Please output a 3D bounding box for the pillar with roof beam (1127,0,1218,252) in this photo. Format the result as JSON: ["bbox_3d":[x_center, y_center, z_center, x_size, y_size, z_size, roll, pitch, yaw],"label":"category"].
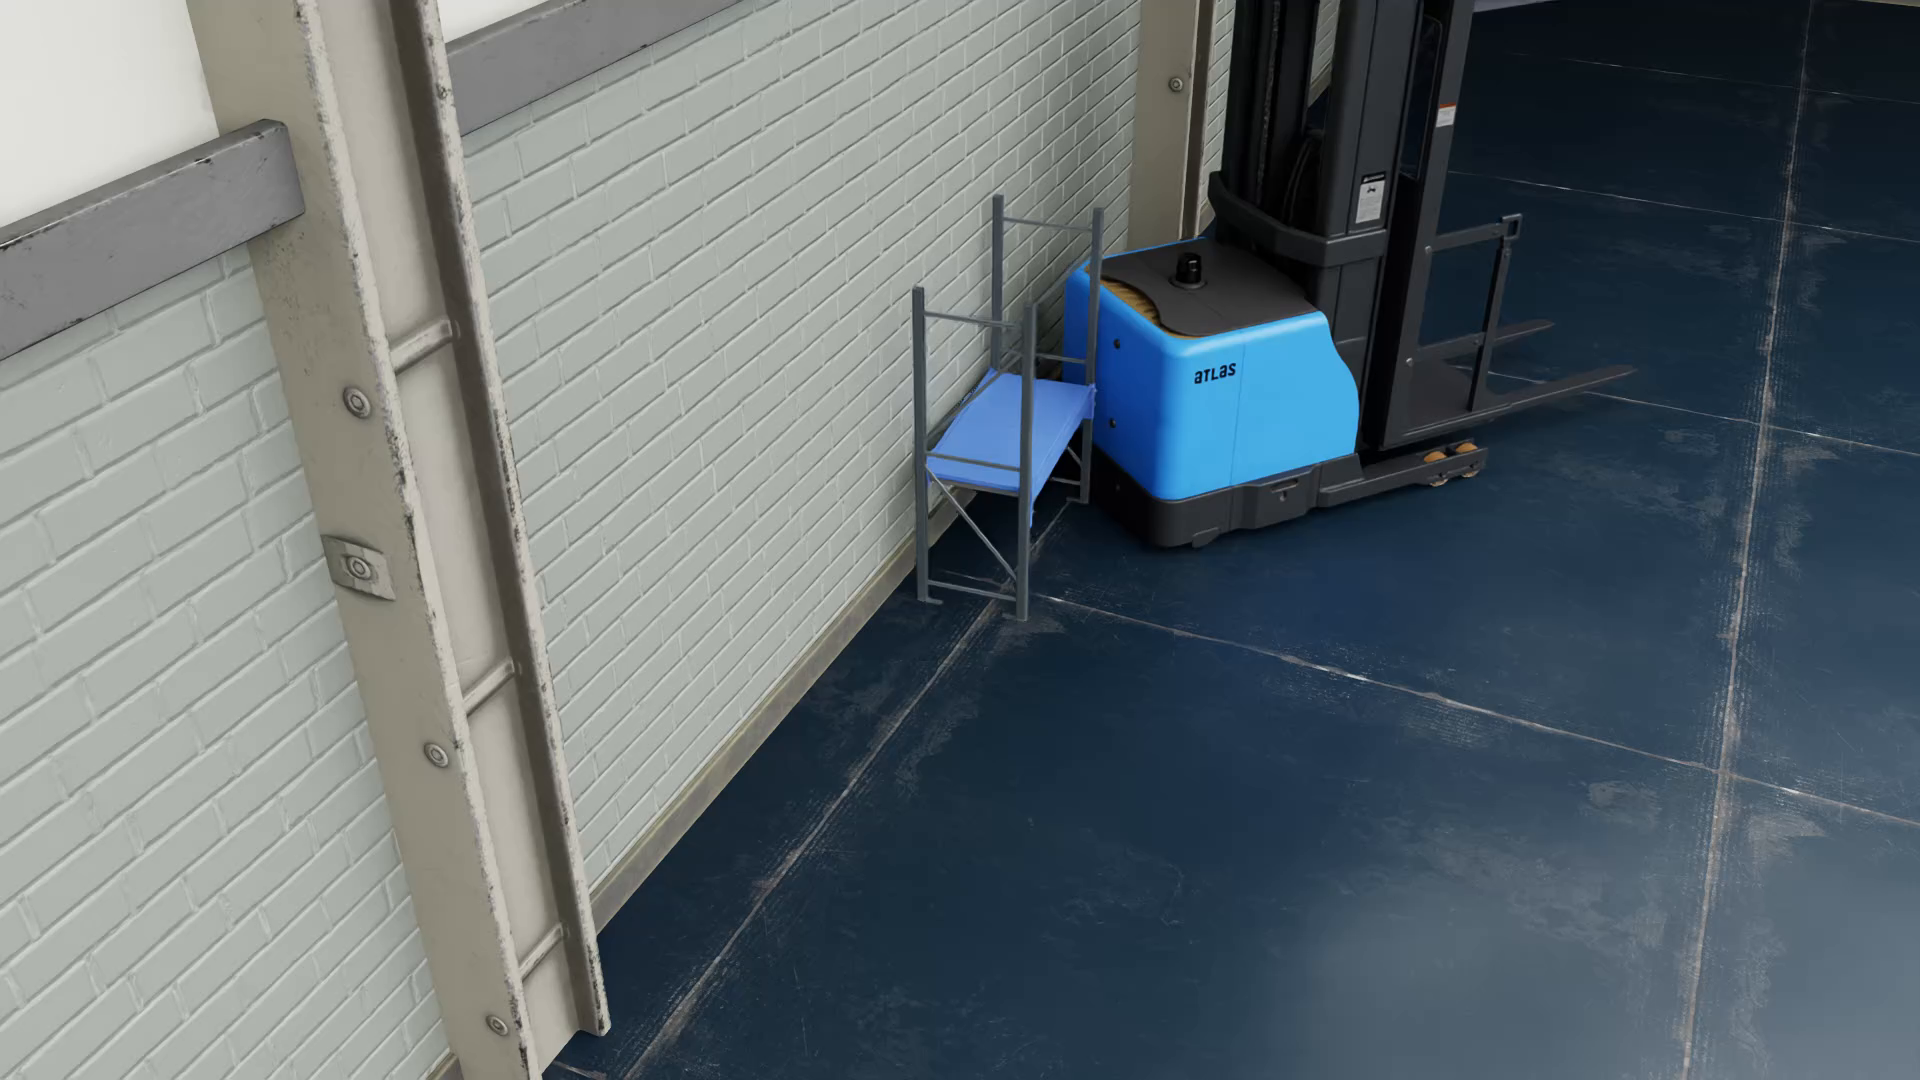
[{"bbox_3d":[5.077,-4.137,5.853,9.100,9.000,0.400,14,36,20],"label":"pillar with roof beam"}]

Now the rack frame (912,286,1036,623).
[{"bbox_3d":[0.053,-0.320,6.869,0.500,1.500,0.032,11,35,16],"label":"rack frame"}]

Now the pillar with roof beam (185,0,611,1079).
[{"bbox_3d":[2.567,-1.149,1.295,9.100,9.000,0.400,14,36,20],"label":"pillar with roof beam"}]

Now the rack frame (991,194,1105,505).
[{"bbox_3d":[0.385,-0.848,7.673,0.500,1.500,0.032,11,35,16],"label":"rack frame"}]

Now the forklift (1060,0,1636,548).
[{"bbox_3d":[2.034,-1.734,7.722,3.031,2.935,1.130,-15,36,-21],"label":"forklift"}]

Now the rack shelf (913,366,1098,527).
[{"bbox_3d":[0.219,-0.433,7.370,0.538,0.185,1.000,11,35,16],"label":"rack shelf"}]

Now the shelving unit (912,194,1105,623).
[{"bbox_3d":[0.219,-0.584,7.271,0.538,1.500,1.048,11,35,16],"label":"shelving unit"}]
